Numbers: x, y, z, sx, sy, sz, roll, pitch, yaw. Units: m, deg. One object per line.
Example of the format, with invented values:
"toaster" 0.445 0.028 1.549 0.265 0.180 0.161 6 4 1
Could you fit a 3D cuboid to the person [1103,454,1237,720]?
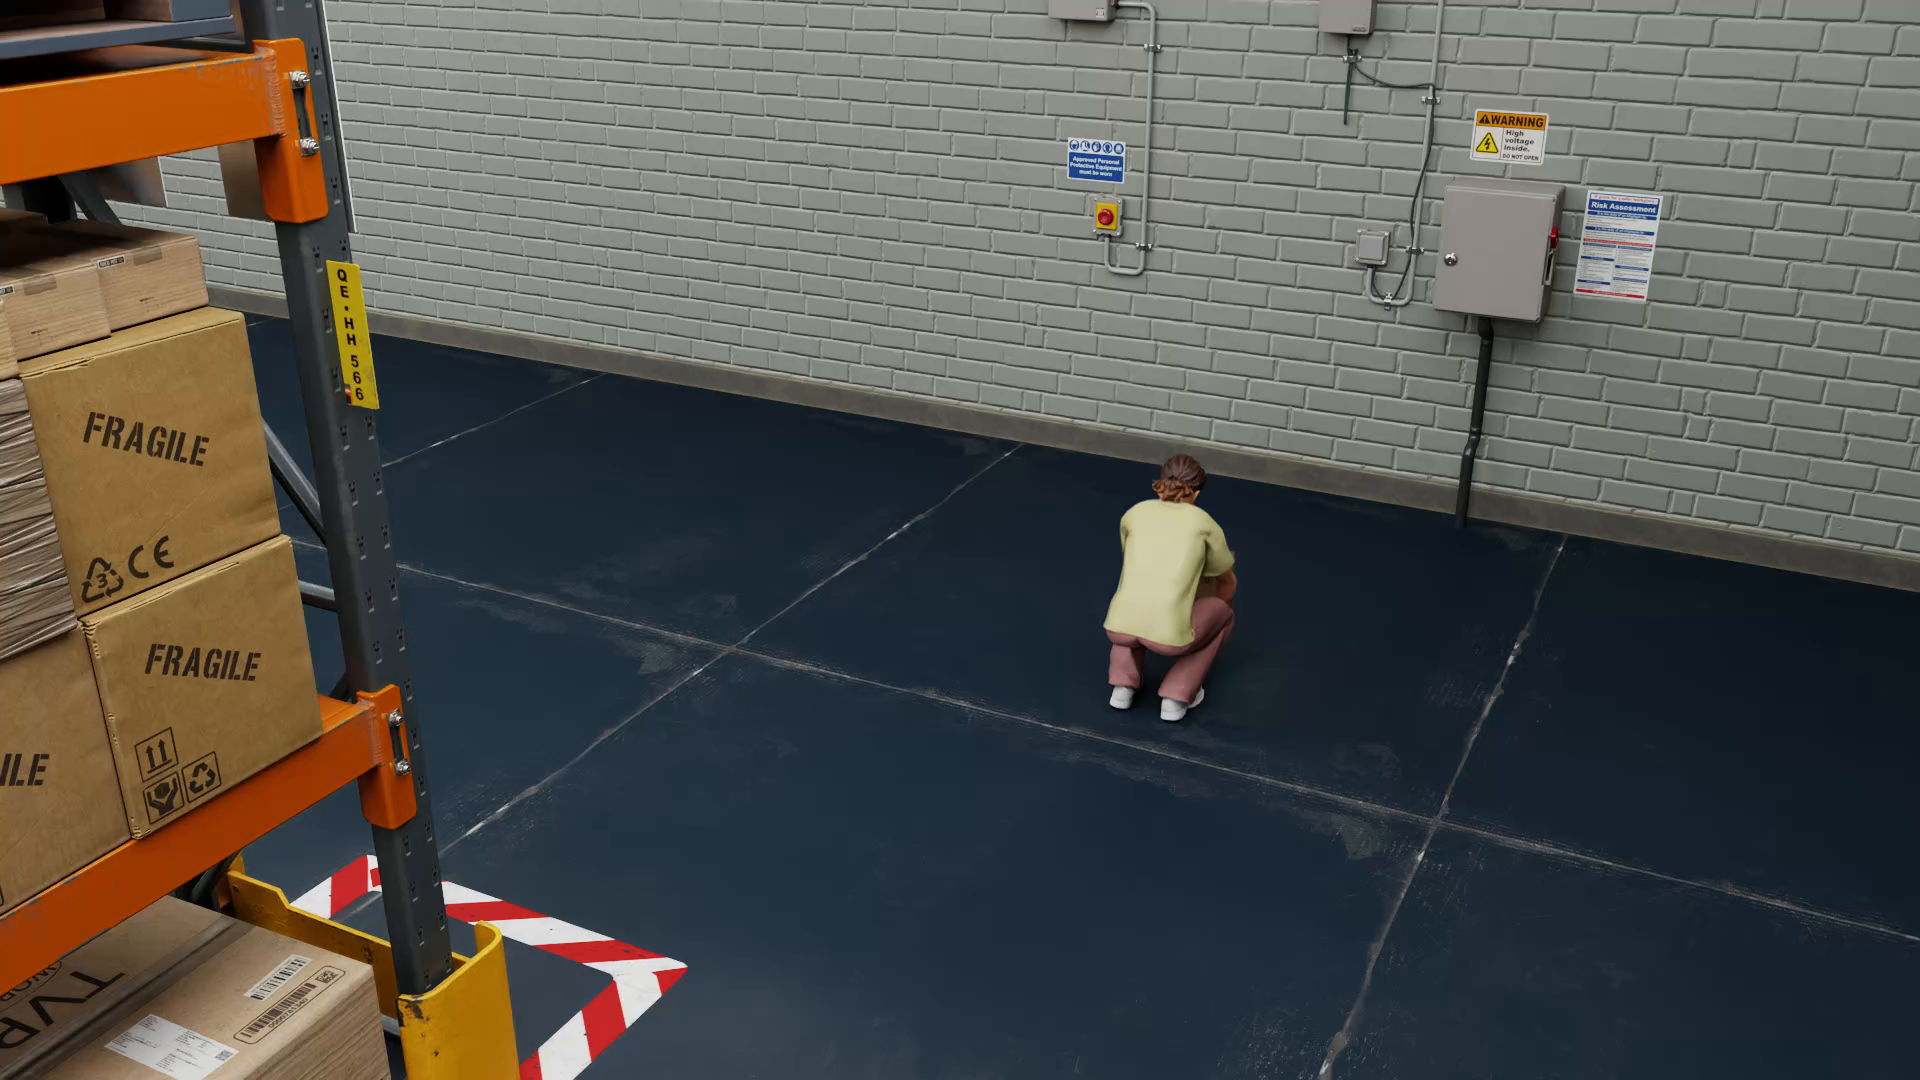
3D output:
"person" 0.837 0.173 6.658 0.490 0.929 0.805 11 25 25
